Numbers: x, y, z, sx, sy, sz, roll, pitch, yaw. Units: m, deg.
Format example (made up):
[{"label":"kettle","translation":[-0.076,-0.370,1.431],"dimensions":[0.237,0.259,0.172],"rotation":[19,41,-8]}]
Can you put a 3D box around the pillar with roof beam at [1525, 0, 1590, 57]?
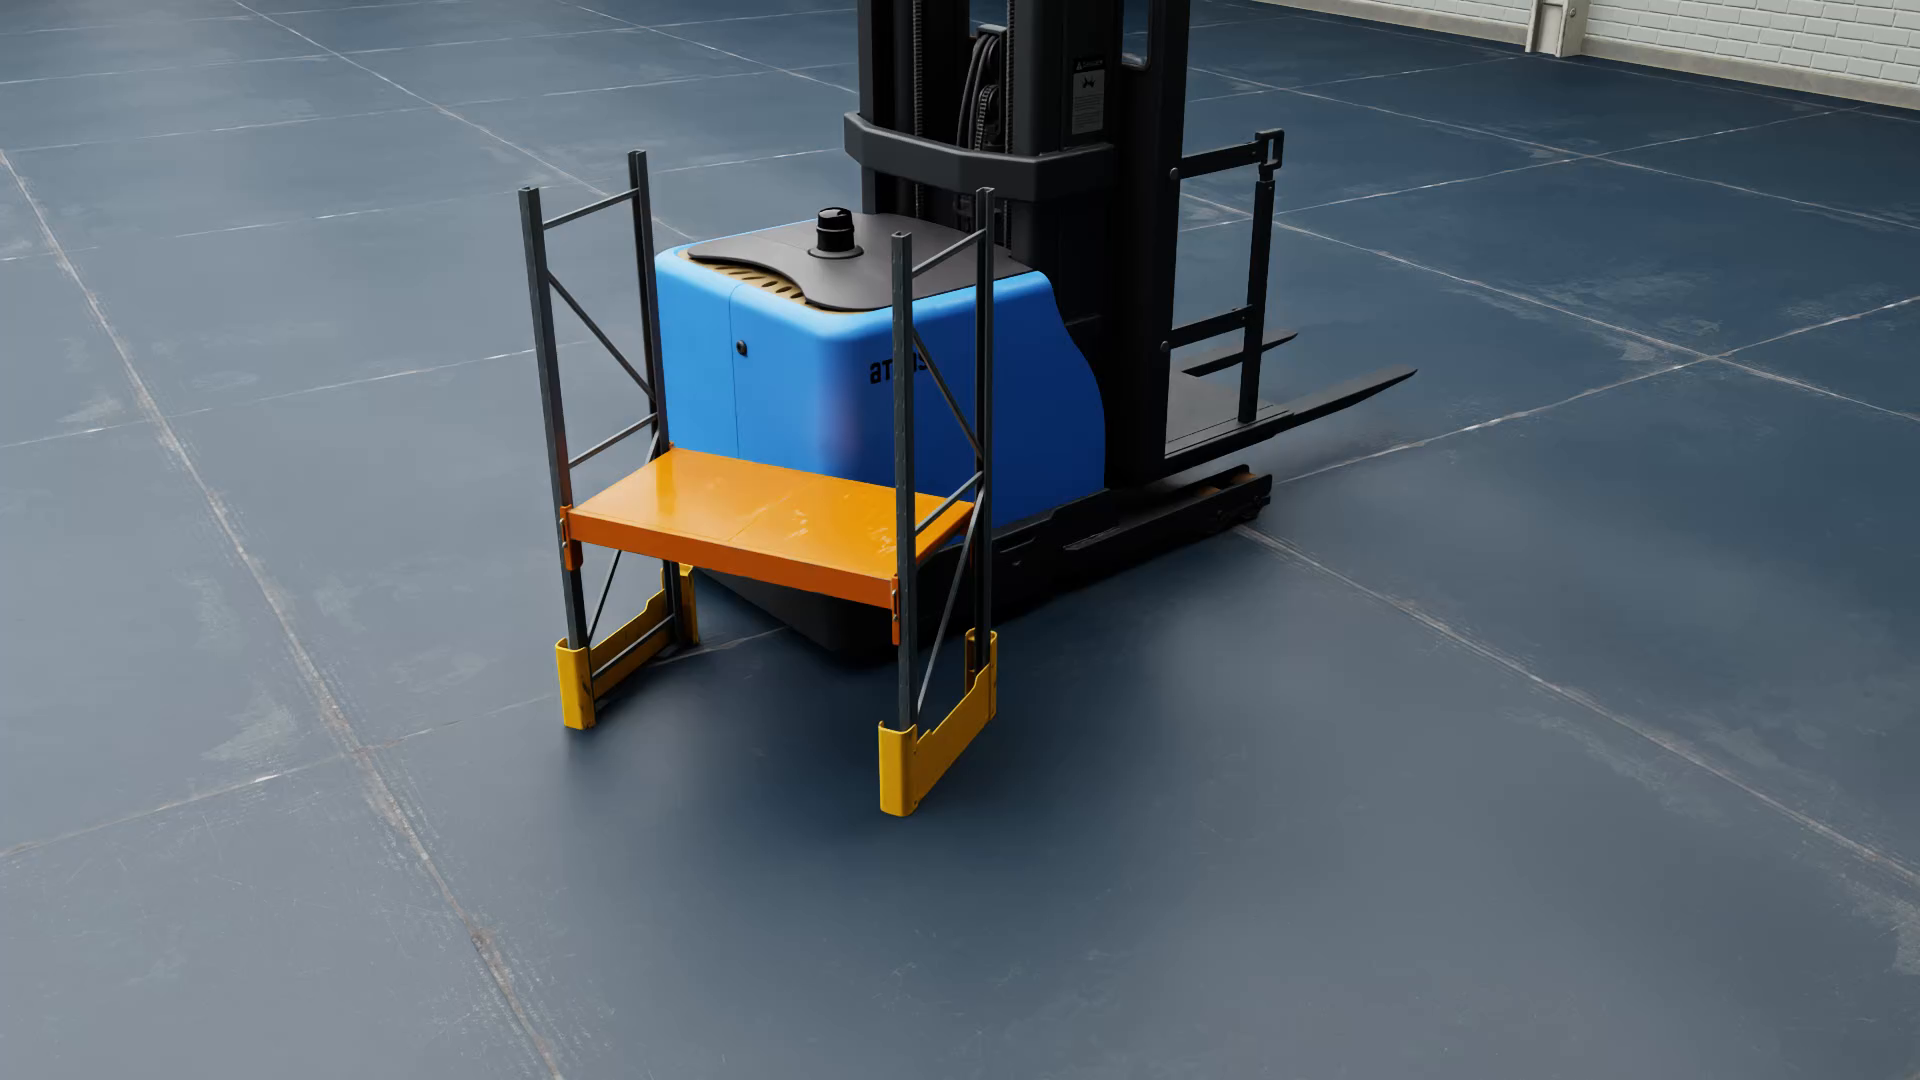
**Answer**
[{"label":"pillar with roof beam","translation":[1.803,-7.509,11.114],"dimensions":[9.100,9.000,0.400],"rotation":[-16,29,-30]}]

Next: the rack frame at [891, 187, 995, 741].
[{"label":"rack frame","translation":[-0.034,-0.085,4.172],"dimensions":[0.032,1.500,0.500],"rotation":[11,28,22]}]

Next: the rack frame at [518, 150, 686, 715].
[{"label":"rack frame","translation":[-0.956,-0.267,4.558],"dimensions":[0.032,1.500,0.500],"rotation":[11,28,22]}]

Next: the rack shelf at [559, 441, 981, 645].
[{"label":"rack shelf","translation":[-0.495,-0.013,4.442],"dimensions":[1.000,0.185,0.538],"rotation":[11,28,22]}]

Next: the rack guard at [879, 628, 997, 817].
[{"label":"rack guard","translation":[-0.051,0.477,4.446],"dimensions":[0.087,0.250,0.587],"rotation":[11,28,22]}]

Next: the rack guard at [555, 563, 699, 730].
[{"label":"rack guard","translation":[-0.955,0.298,4.825],"dimensions":[0.087,0.250,0.587],"rotation":[11,28,22]}]

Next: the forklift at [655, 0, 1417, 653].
[{"label":"forklift","translation":[0.475,-1.499,5.493],"dimensions":[3.031,2.935,1.130],"rotation":[-20,32,-36]}]

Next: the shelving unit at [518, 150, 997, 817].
[{"label":"shelving unit","translation":[-0.503,-0.178,4.369],"dimensions":[1.083,1.500,0.587],"rotation":[11,28,22]}]
